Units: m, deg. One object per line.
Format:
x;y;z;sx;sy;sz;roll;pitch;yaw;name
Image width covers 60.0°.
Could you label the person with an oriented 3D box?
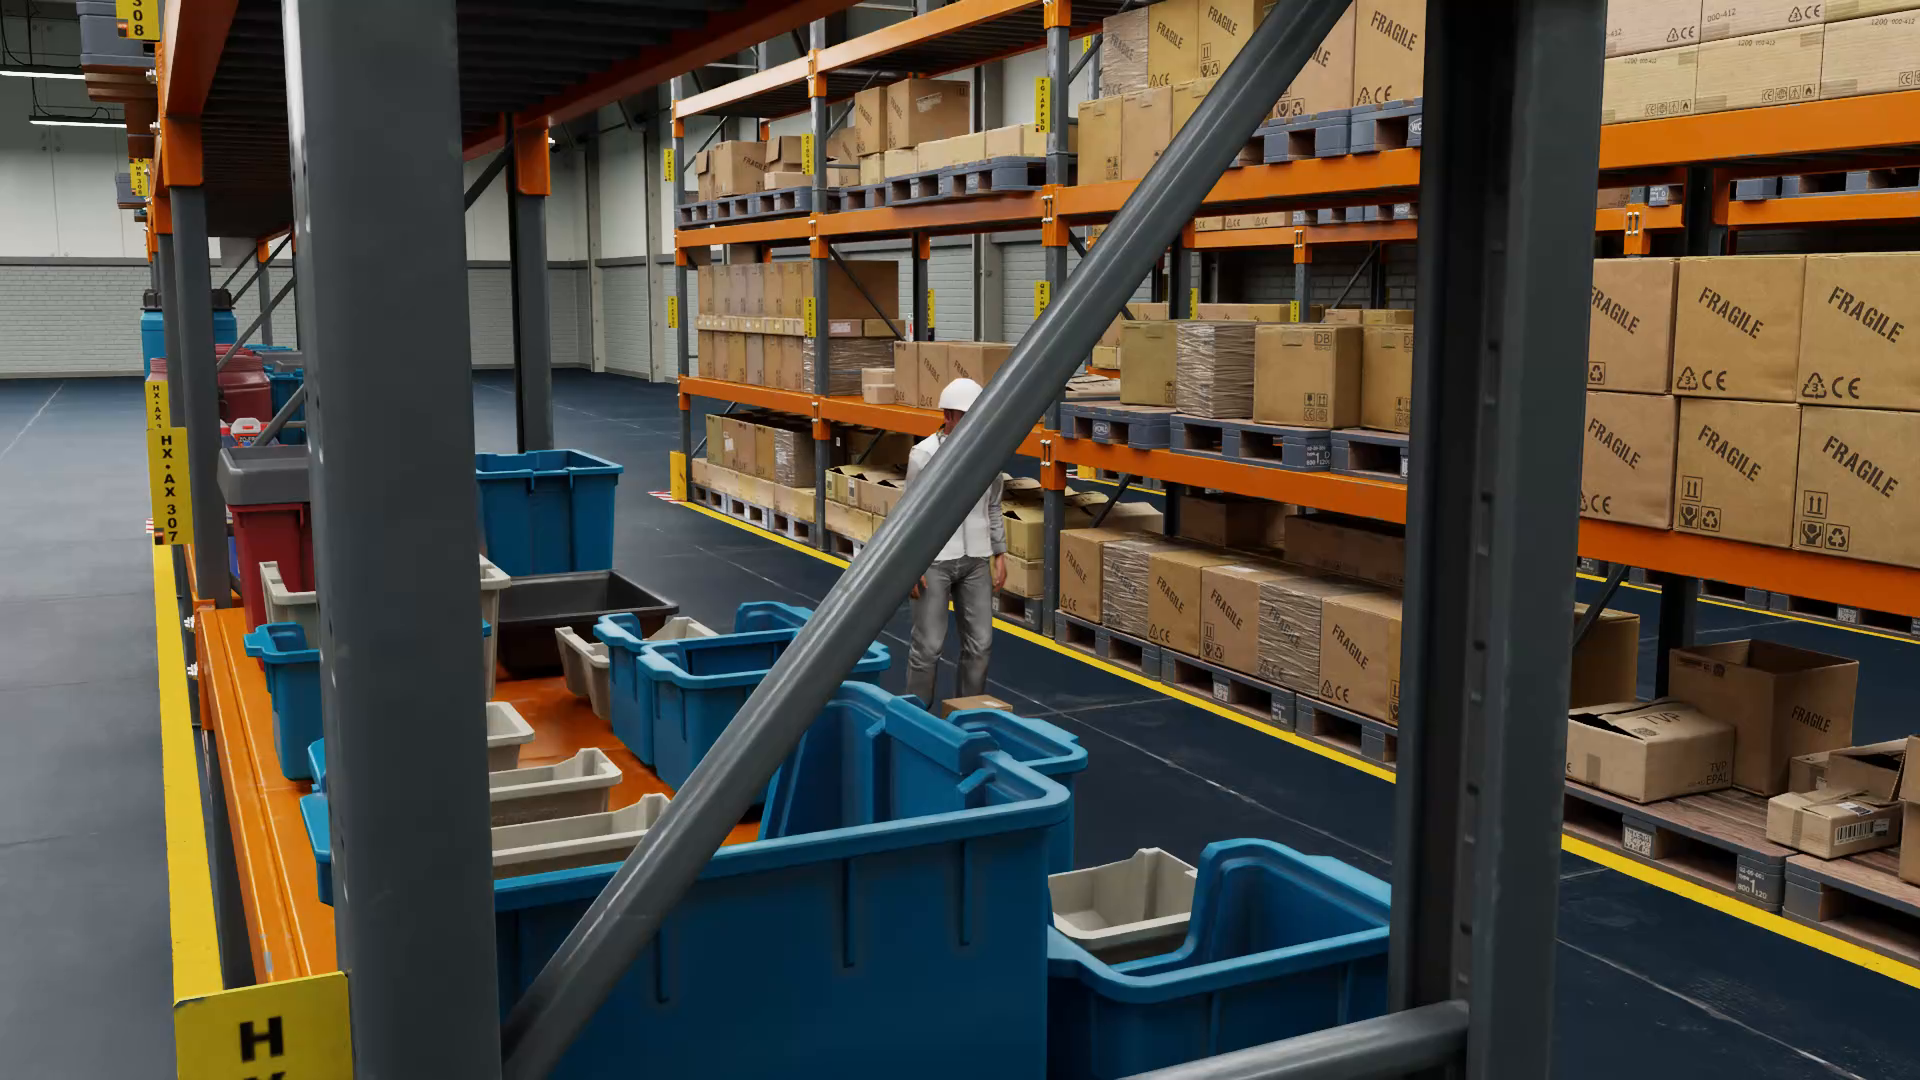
-0.030;0.109;8.013;0.594;1.772;0.471;-5;10;-29;person
